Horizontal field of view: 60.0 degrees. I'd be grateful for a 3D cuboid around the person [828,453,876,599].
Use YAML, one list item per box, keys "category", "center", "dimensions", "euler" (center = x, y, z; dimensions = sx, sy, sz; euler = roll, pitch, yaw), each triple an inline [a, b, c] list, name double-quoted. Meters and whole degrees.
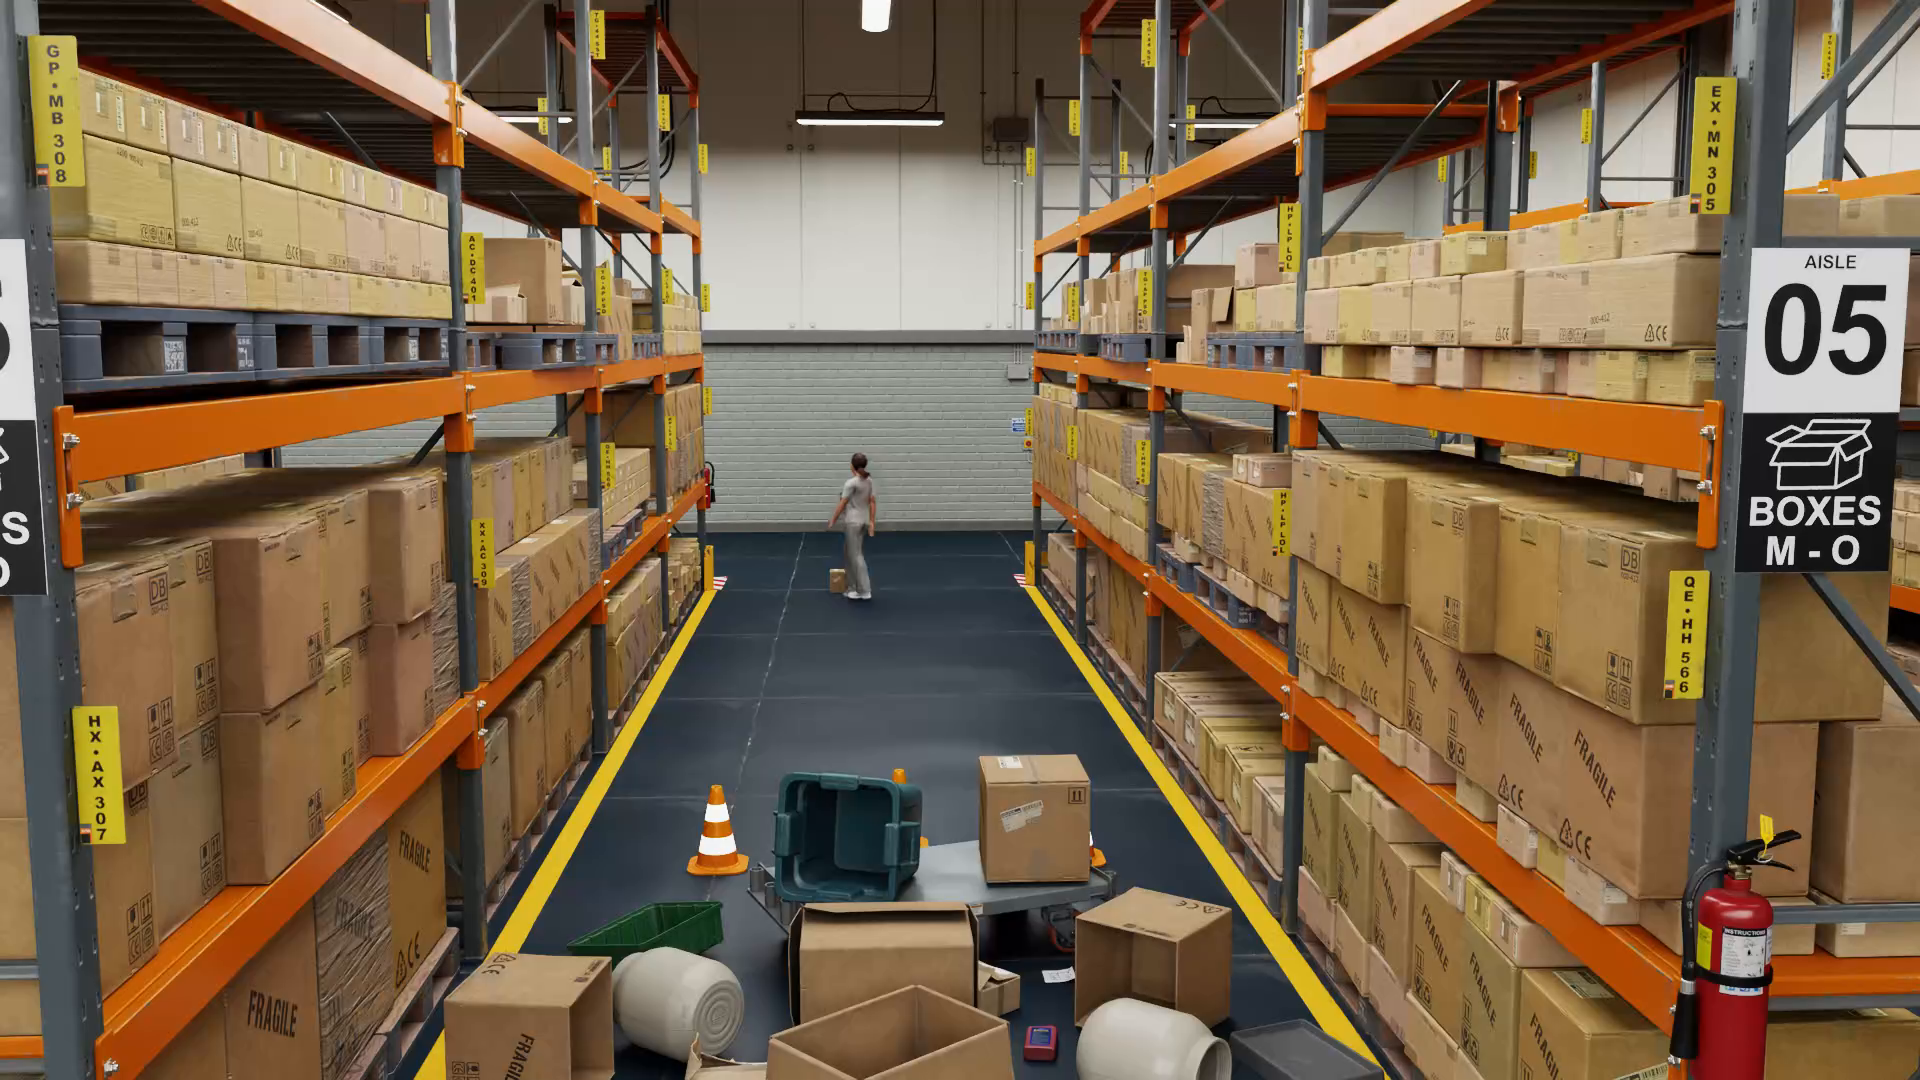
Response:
- category: "person"
  center: [-1.219, -0.128, 18.974]
  dimensions: [0.521, 1.735, 0.458]
  euler: [5, 8, 33]
